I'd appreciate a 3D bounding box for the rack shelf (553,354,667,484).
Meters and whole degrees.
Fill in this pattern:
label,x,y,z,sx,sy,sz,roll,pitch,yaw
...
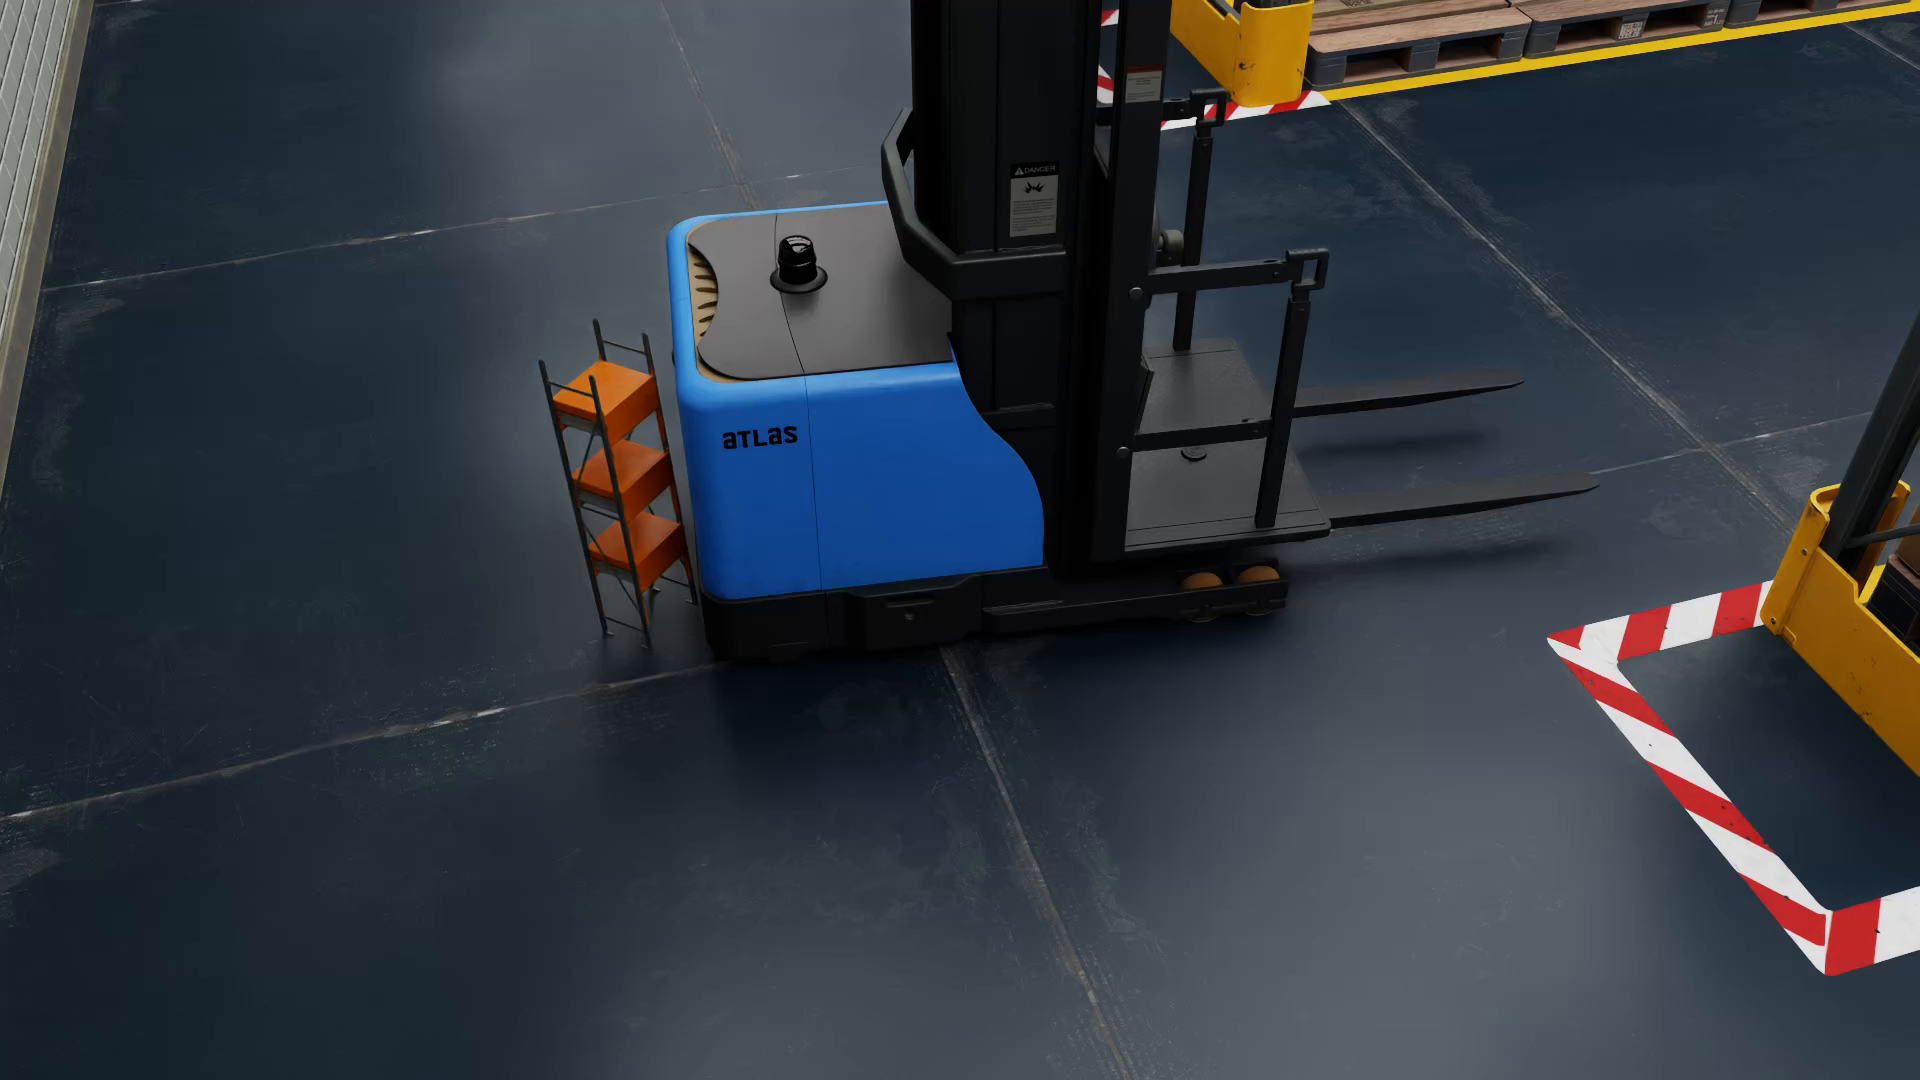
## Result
label,x,y,z,sx,sy,sz,roll,pitch,yaw
rack shelf,-1.045,-0.361,4.941,0.215,0.259,0.240,18,44,23

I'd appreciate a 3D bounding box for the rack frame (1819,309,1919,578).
label,x,y,z,sx,sy,sz,roll,pitch,yaw
rack frame,2.876,-0.551,4.100,0.127,3.000,1.000,-12,42,-13

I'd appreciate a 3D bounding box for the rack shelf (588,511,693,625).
label,x,y,z,sx,sy,sz,roll,pitch,yaw
rack shelf,-1.022,0.073,5.296,0.215,0.259,0.240,18,44,23

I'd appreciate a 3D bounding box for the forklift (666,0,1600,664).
label,x,y,z,sx,sy,sz,roll,pitch,yaw
forklift,0.619,-1.173,4.864,3.031,2.935,1.130,-6,42,-7

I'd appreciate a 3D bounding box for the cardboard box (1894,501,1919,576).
label,x,y,z,sx,sy,sz,roll,pitch,yaw
cardboard box,3.320,-0.037,5.078,0.500,0.500,0.500,-12,42,-13

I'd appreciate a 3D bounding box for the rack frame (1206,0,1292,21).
label,x,y,z,sx,sy,sz,roll,pitch,yaw
rack frame,1.391,-3.660,7.659,0.127,3.000,1.000,-12,42,-13

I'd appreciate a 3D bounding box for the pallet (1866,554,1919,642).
label,x,y,z,sx,sy,sz,roll,pitch,yaw
pallet,3.708,0.327,5.216,1.213,0.211,1.003,-12,42,-13

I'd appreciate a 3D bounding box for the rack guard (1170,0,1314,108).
label,x,y,z,sx,sy,sz,roll,pitch,yaw
rack guard,1.372,-2.706,8.467,0.348,0.500,1.175,-12,42,-13

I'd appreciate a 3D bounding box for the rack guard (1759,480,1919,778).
label,x,y,z,sx,sy,sz,roll,pitch,yaw
rack guard,2.948,0.376,4.940,0.348,0.500,1.175,-12,42,-13

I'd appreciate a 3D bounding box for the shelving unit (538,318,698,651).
label,x,y,z,sx,sy,sz,roll,pitch,yaw
shelving unit,-1.033,-0.150,5.114,0.215,1.050,0.252,18,44,23

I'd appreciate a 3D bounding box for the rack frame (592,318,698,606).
label,x,y,z,sx,sy,sz,roll,pitch,yaw
rack frame,-0.974,-0.219,5.195,0.200,1.050,0.008,18,44,23

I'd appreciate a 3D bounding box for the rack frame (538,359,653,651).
label,x,y,z,sx,sy,sz,roll,pitch,yaw
rack frame,-1.093,-0.080,5.033,0.200,1.050,0.008,18,44,23

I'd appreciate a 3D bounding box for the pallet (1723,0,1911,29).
label,x,y,z,sx,sy,sz,roll,pitch,yaw
pallet,4.517,-3.231,9.287,1.213,0.211,1.003,-12,42,-13

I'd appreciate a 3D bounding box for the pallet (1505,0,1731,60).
label,x,y,z,sx,sy,sz,roll,pitch,yaw
pallet,3.351,-2.987,9.008,1.213,0.211,1.003,-12,42,-13

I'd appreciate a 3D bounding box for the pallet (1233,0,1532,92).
label,x,y,z,sx,sy,sz,roll,pitch,yaw
pallet,2.190,-2.748,8.735,1.213,0.211,1.003,-12,42,-13

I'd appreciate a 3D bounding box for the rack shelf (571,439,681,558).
label,x,y,z,sx,sy,sz,roll,pitch,yaw
rack shelf,-1.033,-0.142,5.120,0.215,0.259,0.240,18,44,23
